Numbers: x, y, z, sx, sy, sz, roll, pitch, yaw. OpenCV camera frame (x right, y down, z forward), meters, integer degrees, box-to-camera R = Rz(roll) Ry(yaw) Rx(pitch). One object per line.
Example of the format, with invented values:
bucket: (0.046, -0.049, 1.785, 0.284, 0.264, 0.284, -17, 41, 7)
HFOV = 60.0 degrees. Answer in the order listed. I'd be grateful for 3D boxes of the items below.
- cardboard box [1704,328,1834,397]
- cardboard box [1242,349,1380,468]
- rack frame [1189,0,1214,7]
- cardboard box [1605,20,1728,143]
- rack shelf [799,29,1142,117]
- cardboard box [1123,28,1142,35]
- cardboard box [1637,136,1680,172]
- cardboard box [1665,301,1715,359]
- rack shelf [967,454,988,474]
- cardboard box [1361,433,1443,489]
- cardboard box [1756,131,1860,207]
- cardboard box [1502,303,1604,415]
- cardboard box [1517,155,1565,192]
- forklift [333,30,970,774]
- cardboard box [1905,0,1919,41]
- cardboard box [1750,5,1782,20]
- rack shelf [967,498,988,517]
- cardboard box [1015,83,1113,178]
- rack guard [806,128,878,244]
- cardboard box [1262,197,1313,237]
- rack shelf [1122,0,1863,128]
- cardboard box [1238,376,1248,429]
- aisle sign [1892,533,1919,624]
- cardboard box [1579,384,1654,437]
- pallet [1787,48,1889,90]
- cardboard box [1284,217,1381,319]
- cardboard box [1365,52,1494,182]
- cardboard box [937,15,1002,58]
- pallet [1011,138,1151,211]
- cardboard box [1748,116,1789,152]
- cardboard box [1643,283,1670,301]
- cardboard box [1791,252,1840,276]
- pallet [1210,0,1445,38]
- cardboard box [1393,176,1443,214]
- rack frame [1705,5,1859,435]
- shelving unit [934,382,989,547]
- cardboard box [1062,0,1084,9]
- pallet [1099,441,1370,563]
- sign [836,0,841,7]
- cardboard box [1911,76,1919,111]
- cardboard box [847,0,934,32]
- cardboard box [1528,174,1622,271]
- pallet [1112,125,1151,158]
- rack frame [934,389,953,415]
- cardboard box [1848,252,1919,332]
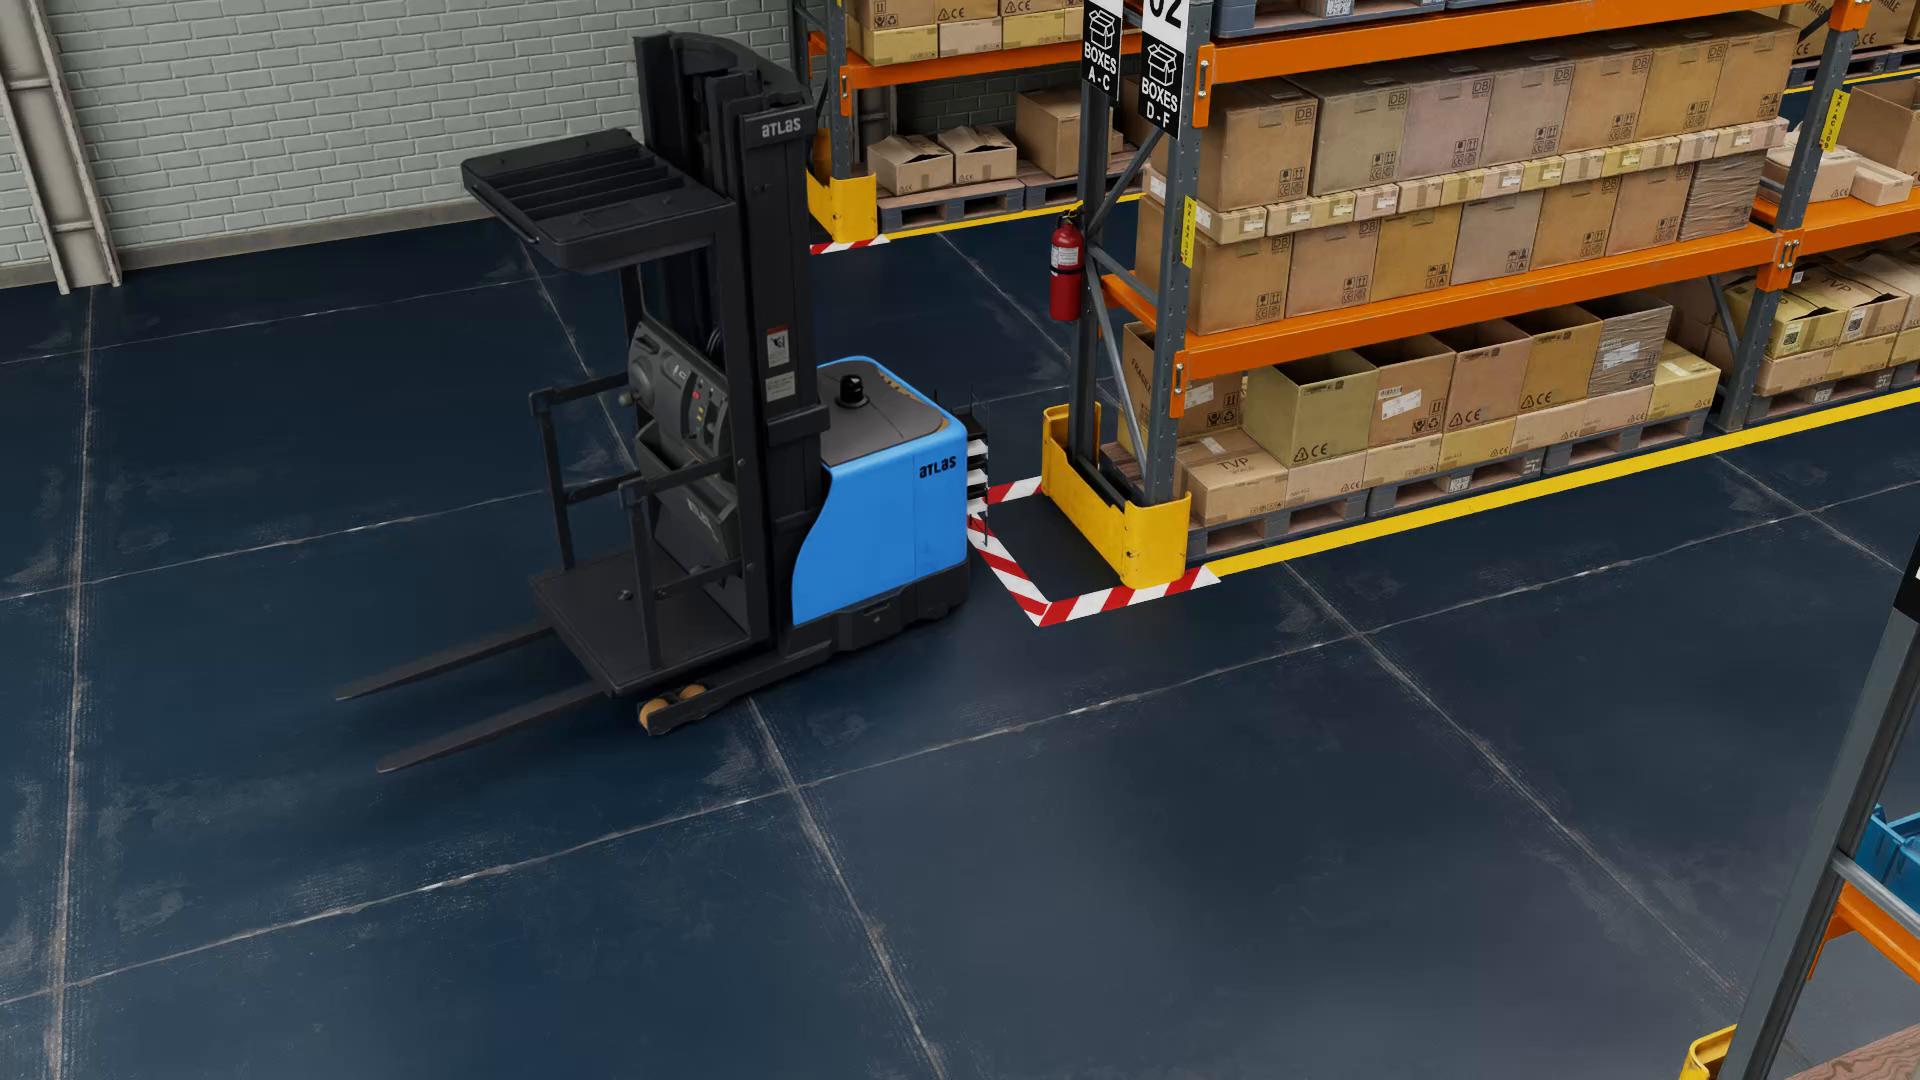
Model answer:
cardboard box: (5.012, -1.149, 10.319, 0.500, 0.250, 0.500, -14, 35, -20)
cardboard box: (1.897, -0.766, 9.043, 0.500, 0.500, 0.500, -13, 35, -19)
rack frame: (0.856, -3.835, 6.811, 0.127, 3.000, 1.000, -13, 35, -19)
cardboard box: (3.672, -2.546, 9.050, 0.500, 0.500, 0.700, -13, 35, -19)
rack shelf: (0.779, -3.931, 13.119, 4.000, 0.370, 1.077, -13, 35, -19)
cardboard box: (1.384, -4.133, 12.889, 0.500, 0.250, 0.500, -13, 35, -19)
cardboard box: (3.666, -2.150, 9.035, 0.250, 0.149, 0.380, -13, 35, -19)
cardboard box: (4.815, -1.422, 10.739, 0.500, 0.250, 0.500, -13, 35, -19)
rack shelf: (0.007, -0.426, 8.894, 0.200, 0.077, 0.258, -13, 35, -19)
cardboard box: (2.358, -0.558, 9.411, 0.500, 0.250, 0.500, -13, 35, -19)
cardboard box: (4.982, -2.228, 9.979, 0.500, 0.250, 0.500, -11, 35, -16)
cardboard box: (3.277, -1.088, 9.538, 0.500, 0.500, 0.500, -13, 35, -19)
cardboard box: (2.962, -1.989, 8.787, 0.250, 0.149, 0.380, -12, 35, -17)
forklift: (-1.455, -0.647, 7.475, 3.031, 2.935, 1.130, -20, 38, -28)
cardboard box: (9.451, -5.416, 16.328, 0.750, 0.750, 0.750, -12, 35, -18)
cardboard box: (7.040, -4.864, 15.479, 0.750, 0.750, 0.750, -13, 35, -20)
rack shelf: (0.007, -0.200, 9.041, 0.200, 0.077, 0.258, -13, 35, -19)
cardboard box: (0.829, -3.298, 13.375, 0.500, 0.500, 0.700, -15, 36, -22)
rack guard: (-0.995, -2.779, 12.980, 0.348, 0.500, 1.175, -13, 35, -19)
cardboard box: (1.544, -1.666, 8.291, 0.250, 0.149, 0.380, -14, 36, -20)
rack shelf: (2.700, -2.698, 8.474, 4.000, 0.370, 1.077, -13, 35, -19)
cardboard box: (1.693, -0.717, 9.656, 0.500, 0.250, 0.500, -13, 35, -19)
aisle sign: (2.589, -0.052, 4.115, 0.004, 0.787, 0.394, -13, 35, -19)
cardboard box: (3.737, -0.880, 9.906, 0.500, 0.250, 0.500, -13, 35, -19)
pallet: (8.191, -4.715, 16.220, 1.213, 0.211, 1.003, -13, 35, -19)
cardboard box: (1.774, -1.568, 8.735, 0.500, 0.500, 0.700, -12, 35, -18)
cardboard box: (2.288, -2.230, 8.563, 0.500, 0.500, 0.700, -13, 35, -19)
cardboard box: (-0.019, -3.816, 12.402, 0.500, 0.250, 0.500, -14, 36, -20)
pallet: (0.891, -3.067, 13.688, 1.213, 0.211, 1.003, -13, 35, -19)
cardboard box: (4.377, -2.313, 9.287, 0.250, 0.149, 0.380, -13, 35, -19)
cardboard box: (3.996, -1.562, 10.267, 0.500, 0.500, 0.500, -13, 35, -19)
cardboard box: (5.284, -1.766, 10.754, 0.500, 0.311, 0.500, -12, 35, -18)
pallet: (1.518, -2.677, 7.862, 1.213, 0.211, 1.003, -13, 35, -19)
cardboard box: (2.253, -1.827, 8.540, 0.250, 0.149, 0.380, -14, 36, -21)
rack frame: (4.545, -2.165, 9.745, 0.127, 3.000, 1.000, -13, 35, -19)
shelving unit: (0.007, -0.379, 8.925, 0.210, 0.900, 0.258, -13, 35, -19)
cardboard box: (0.902, -4.340, 12.520, 0.500, 0.500, 0.500, -12, 35, -17)
pallet: (1.545, -0.334, 9.488, 1.213, 0.211, 1.003, -13, 35, -19)
sign: (-0.855, -3.900, 11.618, 0.005, 0.325, 0.100, -13, 35, -19)
cardboard box: (6.207, -2.578, 10.287, 0.500, 0.500, 0.500, -13, 35, -19)
cardboard box: (-0.508, -4.020, 12.027, 0.500, 0.500, 0.500, -13, 35, -19)
cardboard box: (3.190, -1.891, 9.233, 0.500, 0.500, 0.700, -12, 35, -18)
pallet: (2.018, -3.327, 14.087, 1.213, 0.211, 1.003, -13, 35, -19)
rack frame: (-0.086, -0.357, 8.892, 0.006, 0.900, 0.240, -13, 35, -19)
cardboard box: (5.962, -1.598, 10.496, 0.500, 0.311, 0.500, -14, 36, -20)
